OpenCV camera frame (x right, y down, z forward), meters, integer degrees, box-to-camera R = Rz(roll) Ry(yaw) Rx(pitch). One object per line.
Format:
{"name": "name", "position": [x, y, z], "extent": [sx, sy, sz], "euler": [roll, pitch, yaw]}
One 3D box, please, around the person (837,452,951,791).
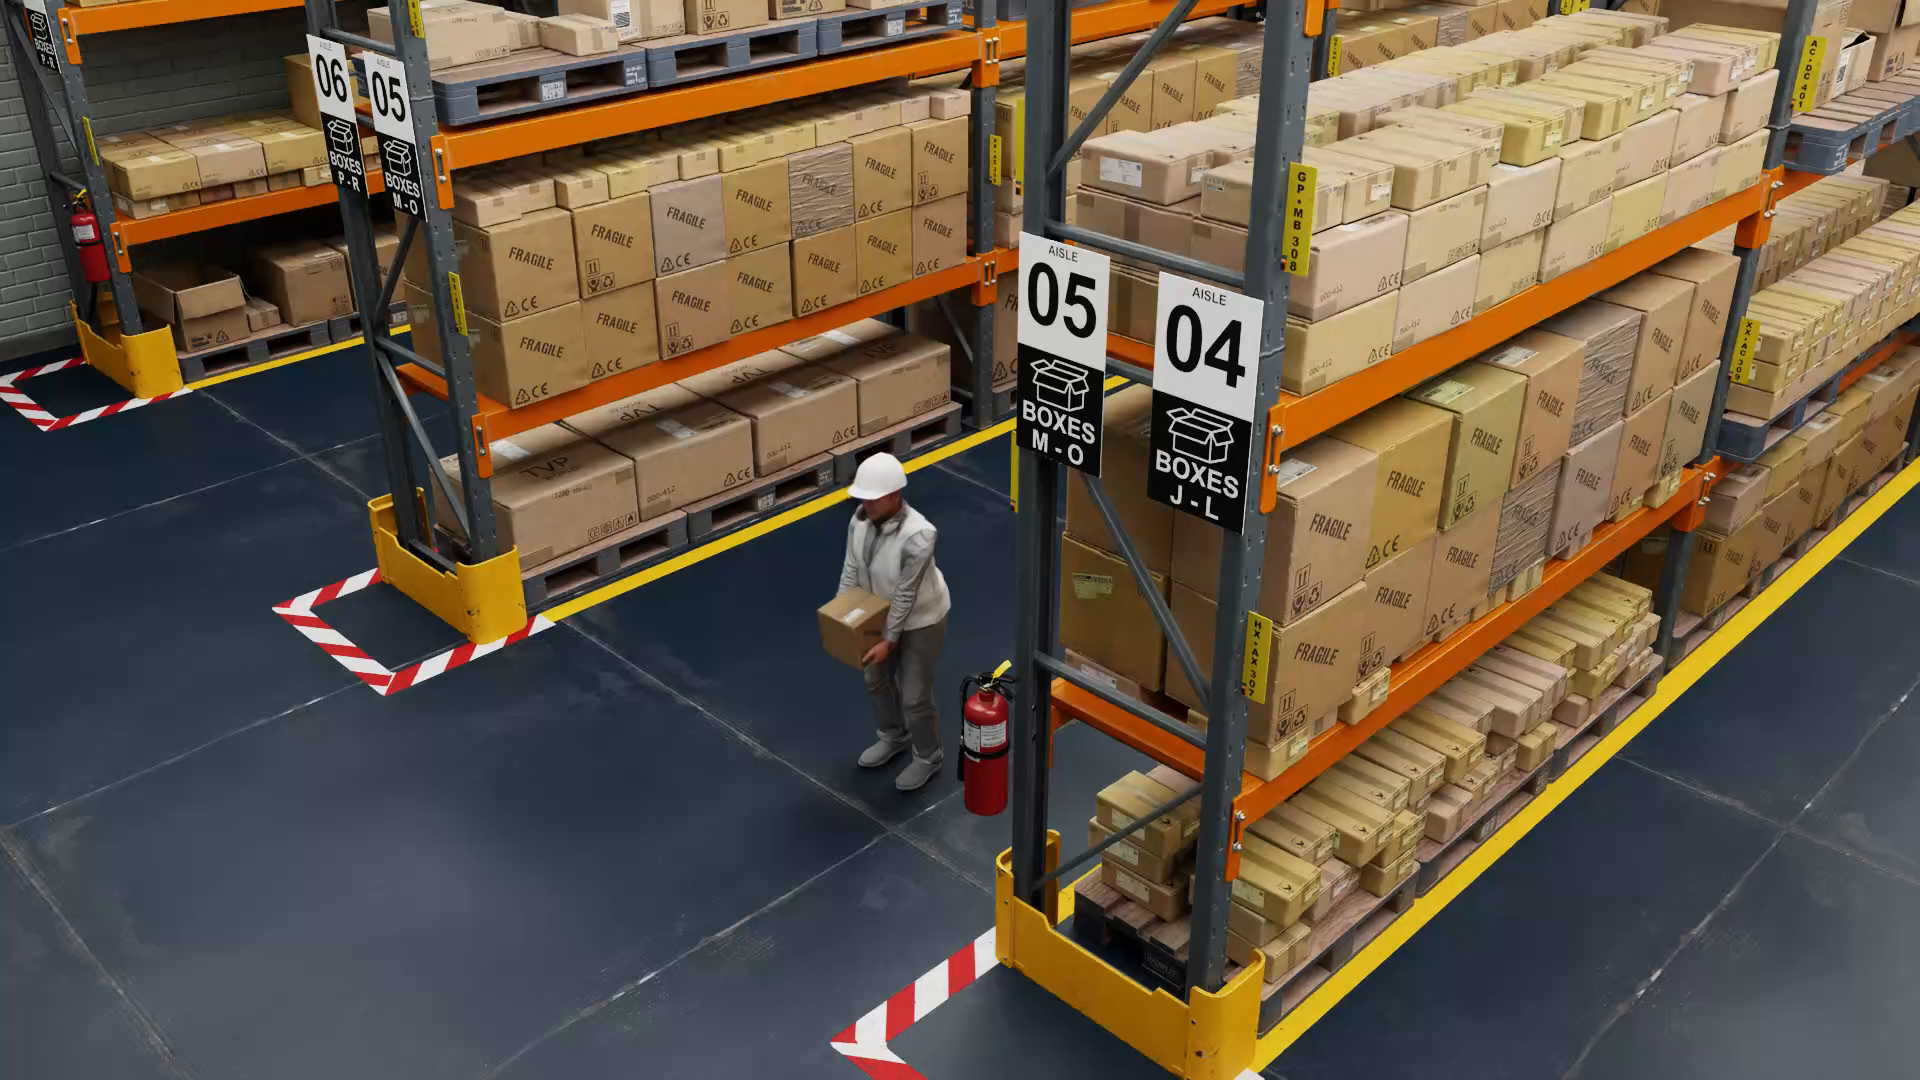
{"name": "person", "position": [-0.328, 0.385, 7.879], "extent": [0.484, 1.756, 0.583], "euler": [24, 36, 38]}
